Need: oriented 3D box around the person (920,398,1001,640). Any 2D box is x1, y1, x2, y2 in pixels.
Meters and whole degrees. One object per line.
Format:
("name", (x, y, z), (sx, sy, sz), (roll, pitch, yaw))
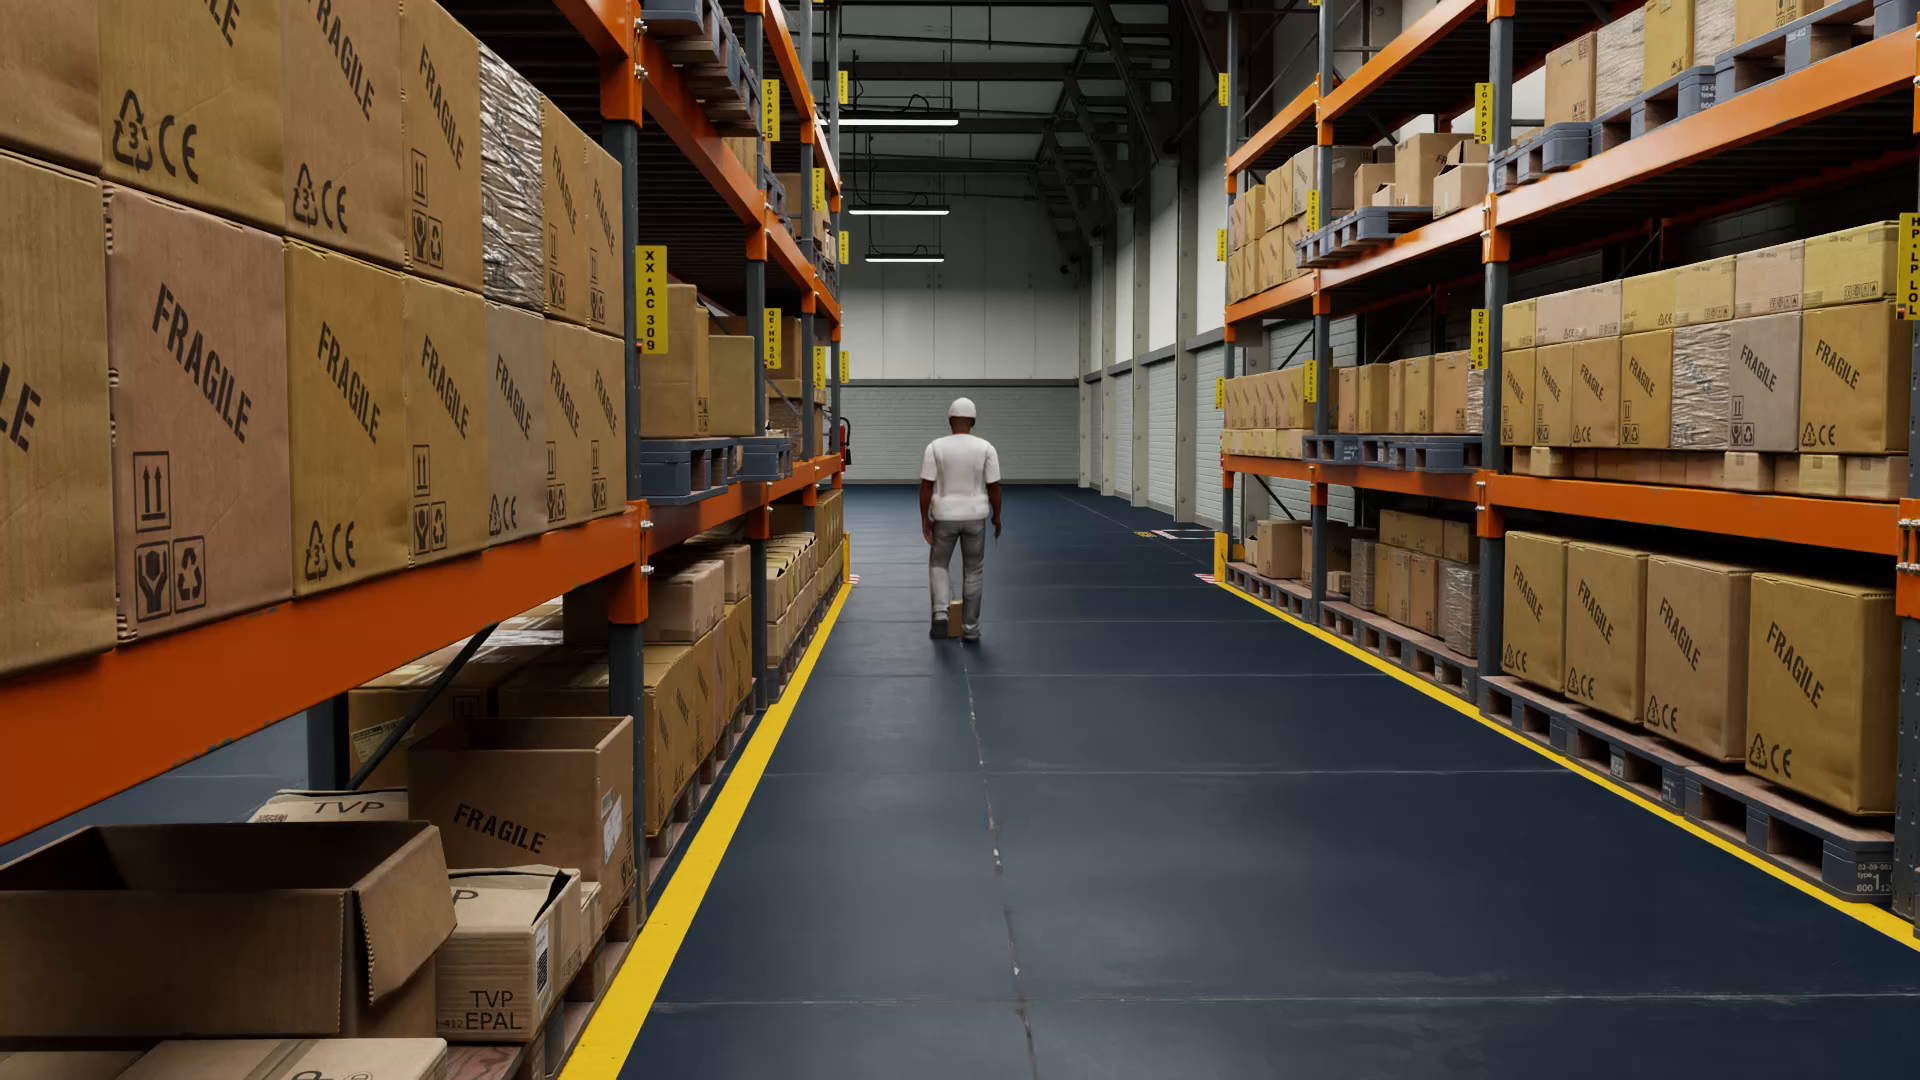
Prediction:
("person", (0.006, -0.152, 12.119), (0.593, 1.763, 0.578), (0, 4, 0))
